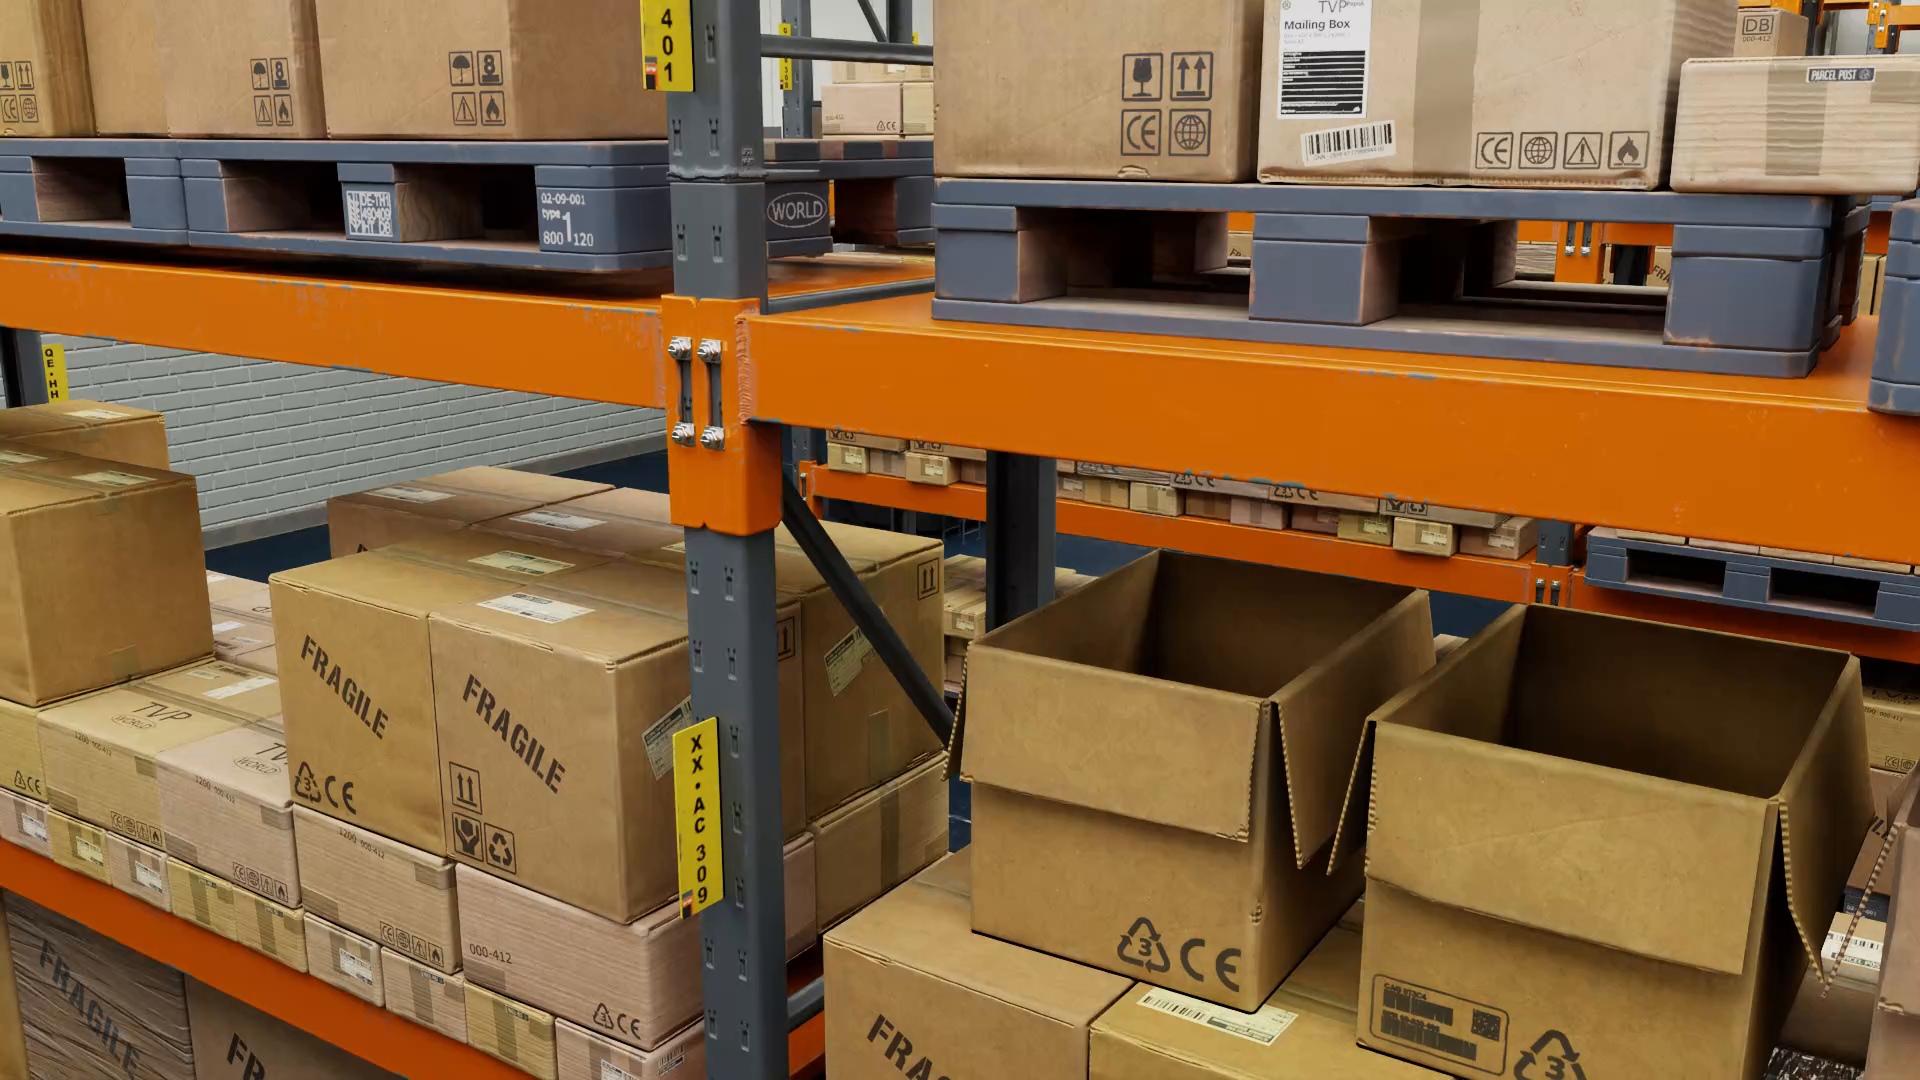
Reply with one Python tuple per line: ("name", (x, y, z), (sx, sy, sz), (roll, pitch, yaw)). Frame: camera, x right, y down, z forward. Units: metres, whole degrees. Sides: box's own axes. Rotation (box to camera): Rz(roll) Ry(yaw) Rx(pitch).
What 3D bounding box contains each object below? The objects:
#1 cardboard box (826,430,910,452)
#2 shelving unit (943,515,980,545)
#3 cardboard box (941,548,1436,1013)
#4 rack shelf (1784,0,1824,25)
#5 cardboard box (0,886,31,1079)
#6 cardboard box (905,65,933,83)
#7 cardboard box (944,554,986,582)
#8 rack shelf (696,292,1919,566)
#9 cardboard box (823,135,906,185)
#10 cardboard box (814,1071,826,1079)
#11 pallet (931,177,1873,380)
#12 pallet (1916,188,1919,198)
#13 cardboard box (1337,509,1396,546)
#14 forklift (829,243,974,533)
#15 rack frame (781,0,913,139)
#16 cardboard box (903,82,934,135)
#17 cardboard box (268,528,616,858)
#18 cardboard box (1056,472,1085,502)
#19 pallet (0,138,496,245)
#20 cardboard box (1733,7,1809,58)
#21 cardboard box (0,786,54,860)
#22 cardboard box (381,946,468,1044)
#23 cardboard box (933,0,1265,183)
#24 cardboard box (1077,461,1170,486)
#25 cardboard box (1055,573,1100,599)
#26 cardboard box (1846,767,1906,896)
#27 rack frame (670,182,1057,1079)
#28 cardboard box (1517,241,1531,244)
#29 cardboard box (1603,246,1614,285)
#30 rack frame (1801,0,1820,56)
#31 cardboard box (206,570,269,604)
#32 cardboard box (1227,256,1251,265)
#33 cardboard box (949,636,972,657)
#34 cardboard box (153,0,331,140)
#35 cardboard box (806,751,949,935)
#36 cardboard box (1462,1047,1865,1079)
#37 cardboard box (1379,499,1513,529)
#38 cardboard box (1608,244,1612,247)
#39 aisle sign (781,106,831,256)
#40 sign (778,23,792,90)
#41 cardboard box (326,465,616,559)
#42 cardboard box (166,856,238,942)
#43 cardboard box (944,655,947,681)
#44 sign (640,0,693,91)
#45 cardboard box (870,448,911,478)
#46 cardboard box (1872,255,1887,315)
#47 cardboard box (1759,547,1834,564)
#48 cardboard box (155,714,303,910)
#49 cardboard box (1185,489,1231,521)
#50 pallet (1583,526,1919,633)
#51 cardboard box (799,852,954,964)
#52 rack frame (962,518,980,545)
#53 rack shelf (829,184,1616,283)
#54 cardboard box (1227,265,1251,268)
("cardboard box", (-0.373, -0.781, 8.907), (0.500, 0.500, 0.500), (10, 17, 35))
("shelving unit", (0.012, -0.580, 12.671), (0.189, 1.200, 0.258), (9, 17, 33))
("cardboard box", (0.410, 0.357, 2.842), (0.637, 0.503, 0.797), (9, 16, 31))
("rack shelf", (7.066, -3.268, 9.626), (4.000, 0.370, 1.077), (9, 17, 33))
("cardboard box", (-2.868, 1.170, 5.403), (0.875, 0.875, 0.875), (9, 17, 33))
("cardboard box", (-0.064, -2.345, 8.253), (0.250, 0.149, 0.380), (9, 17, 33))
("cardboard box", (-0.011, 0.209, 9.559), (0.250, 0.149, 0.380), (9, 17, 33))
("rack shelf", (1.535, -0.030, 1.956), (4.000, 0.370, 1.077), (9, 17, 33))
("cardboard box", (-0.361, -1.975, 8.629), (0.500, 0.250, 0.500), (10, 17, 35))
("cardboard box", (-0.627, 1.532, 3.940), (0.875, 0.875, 0.875), (9, 17, 33))
("pallet", (0.664, -0.441, 2.519), (1.217, 0.209, 0.805), (8, 16, 31))
("pallet", (4.043, -1.289, 5.936), (1.003, 0.211, 1.213), (9, 17, 33))
("cardboard box", (1.897, -0.097, 7.495), (0.250, 0.149, 0.380), (10, 17, 35))
("forklift", (0.202, -1.775, 13.896), (1.130, 2.935, 3.031), (9, 17, 34))
("rack frame", (-0.591, -3.615, 8.700), (0.127, 3.000, 1.000), (9, 17, 33))
("cardboard box", (0.062, -2.148, 8.289), (0.500, 0.250, 0.500), (9, 16, 32))
("cardboard box", (-1.068, 0.297, 3.514), (0.500, 0.500, 0.500), (9, 17, 33))
("cardboard box", (0.614, -0.312, 8.365), (0.250, 0.149, 0.380), (9, 16, 32))
("pallet", (-1.805, -0.880, 4.077), (1.213, 0.211, 1.003), (9, 17, 33))
("cardboard box", (2.981, -1.802, 6.537), (0.500, 0.500, 0.700), (9, 17, 33))
("cardboard box", (-2.265, 0.680, 4.358), (0.250, 0.149, 0.380), (9, 16, 32))
("cardboard box", (-0.987, 0.886, 3.524), (0.250, 0.149, 0.380), (9, 16, 32))
("cardboard box", (0.363, -0.824, 2.585), (0.500, 0.500, 0.700), (10, 17, 34))
("cardboard box", (0.911, -0.579, 8.091), (0.500, 0.500, 0.500), (9, 16, 31))
("cardboard box", (0.631, 0.311, 9.147), (0.250, 0.149, 0.380), (8, 16, 31))
("cardboard box", (3.633, 1.065, 6.605), (0.500, 0.500, 0.500), (10, 17, 35))
("rack frame", (-0.124, 0.809, 3.314), (0.127, 3.000, 1.000), (9, 17, 33))
("cardboard box", (3.948, -2.178, 11.740), (0.250, 0.149, 0.380), (9, 16, 32))
("cardboard box", (4.444, -1.779, 11.478), (0.500, 0.500, 0.500), (9, 16, 32))
("rack frame", (5.407, -4.079, 10.575), (0.127, 3.000, 1.000), (9, 17, 33))
("cardboard box", (-2.473, 0.281, 5.139), (0.500, 0.250, 0.500), (9, 16, 32))
("cardboard box", (1.225, -1.163, 8.372), (0.500, 0.500, 0.500), (9, 16, 31))
("cardboard box", (0.148, 0.517, 8.932), (0.250, 0.149, 0.380), (9, 17, 34))
("cardboard box", (-1.251, -1.114, 3.549), (0.500, 0.500, 0.700), (10, 17, 36))
("cardboard box", (-0.368, 0.622, 3.761), (0.500, 0.250, 0.500), (9, 16, 32))
("cardboard box", (0.951, 1.006, 2.308), (0.500, 0.500, 0.500), (9, 16, 32))
("cardboard box", (2.169, -0.368, 7.241), (0.500, 0.500, 0.500), (9, 17, 33))
("cardboard box", (4.614, -2.086, 11.369), (0.250, 0.149, 0.380), (9, 17, 33))
("aisle sign", (-0.819, -1.915, 8.906), (0.004, 0.787, 0.394), (9, 17, 33))
("sign", (-0.894, -2.475, 8.518), (0.005, 0.325, 0.100), (9, 17, 33))
("cardboard box", (-1.218, 0.122, 4.222), (0.500, 0.500, 0.500), (9, 16, 31))
("cardboard box", (-1.627, 0.783, 3.941), (0.250, 0.149, 0.380), (9, 16, 32))
("cardboard box", (-0.072, 0.630, 9.096), (0.250, 0.149, 0.380), (9, 17, 33))
("sign", (-0.433, -0.826, 2.434), (0.005, 0.325, 0.100), (9, 17, 33))
("cardboard box", (-0.271, -0.446, 8.907), (0.250, 0.149, 0.380), (10, 17, 35))
("cardboard box", (6.049, -1.522, 10.440), (0.500, 0.500, 0.500), (9, 17, 32))
("cardboard box", (3.236, -0.034, 6.366), (0.250, 0.149, 0.380), (9, 17, 33))
("cardboard box", (-1.492, 0.593, 3.878), (0.500, 0.250, 0.500), (10, 17, 34))
("cardboard box", (1.273, -0.212, 7.958), (0.250, 0.149, 0.380), (9, 16, 32))
("pallet", (3.281, 0.058, 6.746), (1.213, 0.211, 1.003), (9, 17, 33))
("cardboard box", (-0.184, 0.825, 3.772), (0.250, 0.149, 0.380), (9, 17, 33))
("rack frame", (0.088, -0.568, 12.622), (0.006, 1.200, 0.240), (9, 17, 33))
("rack shelf", (1.068, -1.542, 8.063), (4.000, 0.370, 1.077), (9, 17, 33))
("cardboard box", (1.338, -0.994, 7.687), (0.500, 0.500, 0.500), (10, 17, 34))
